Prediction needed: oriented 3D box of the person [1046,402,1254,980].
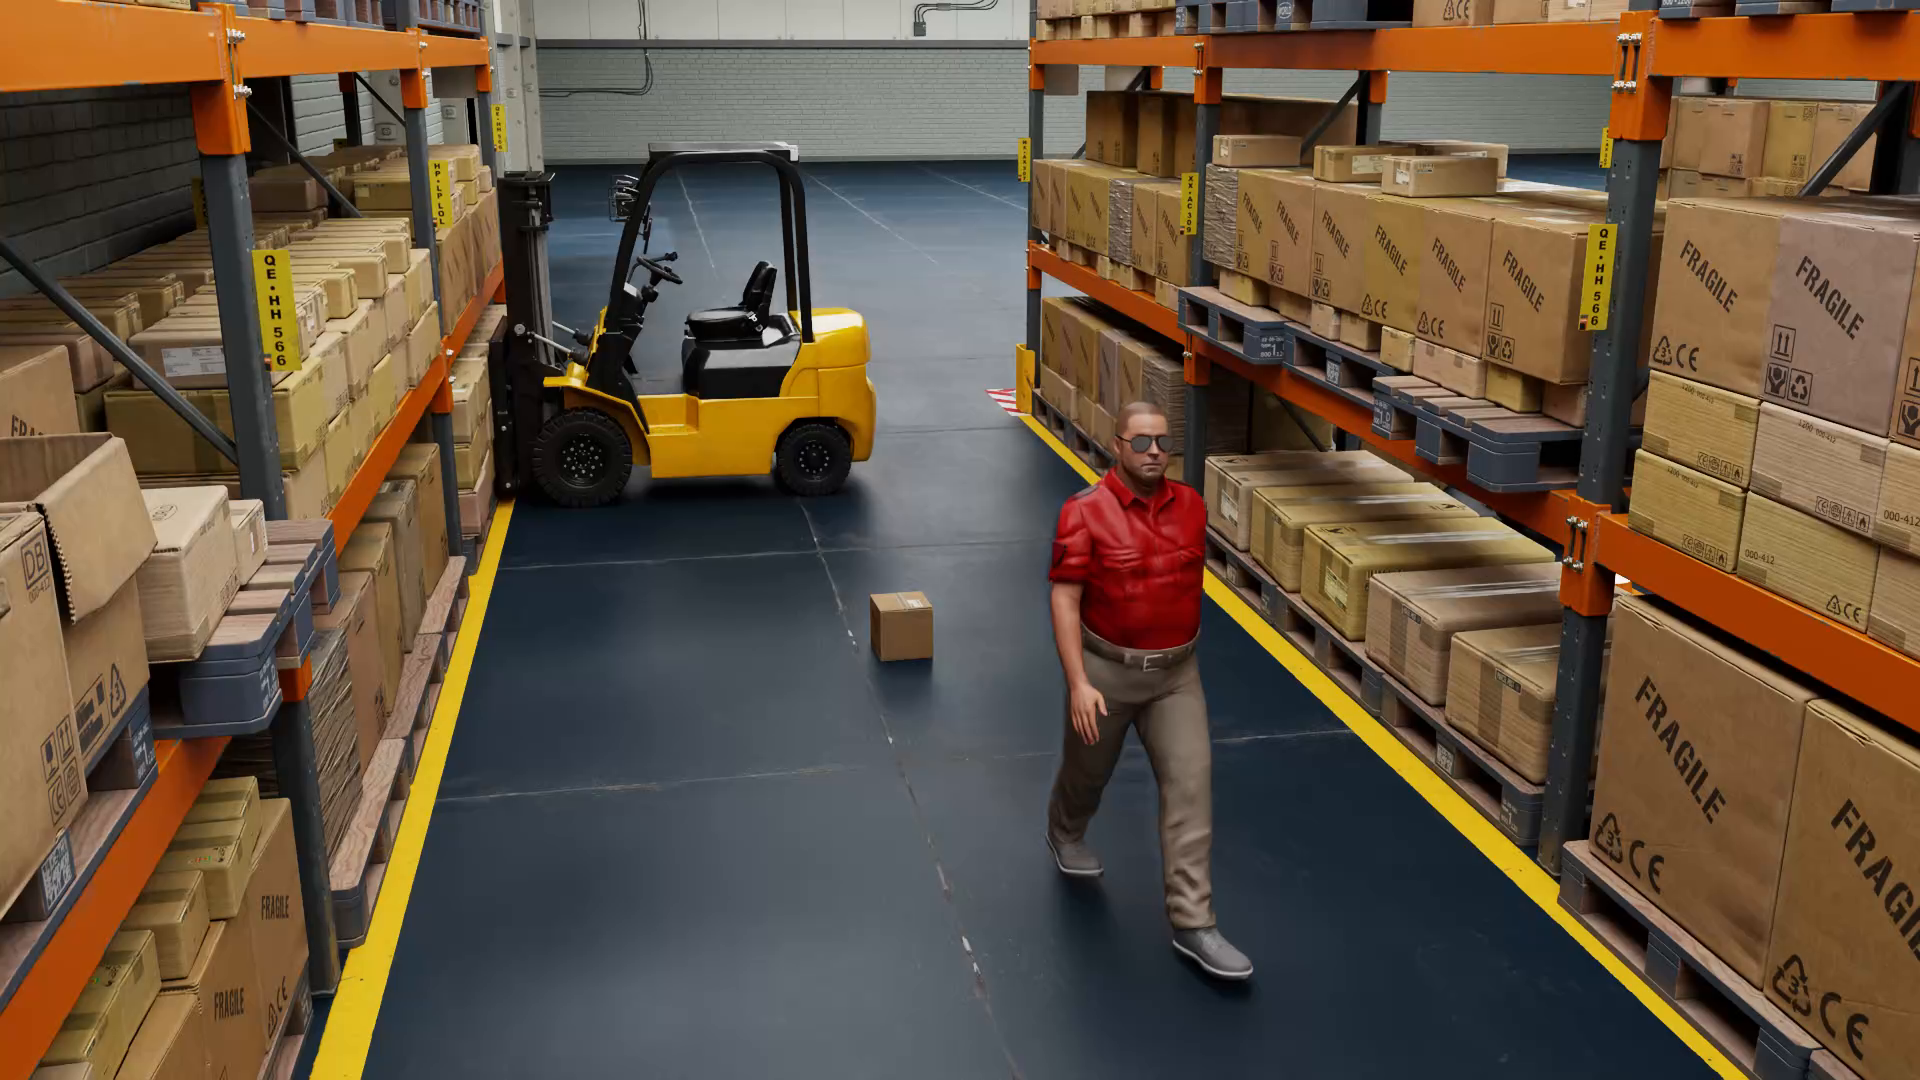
[{"bbox_3d":[0.550,0.416,5.133,0.565,1.670,1.039,-5,17,-17],"label":"person"}]
